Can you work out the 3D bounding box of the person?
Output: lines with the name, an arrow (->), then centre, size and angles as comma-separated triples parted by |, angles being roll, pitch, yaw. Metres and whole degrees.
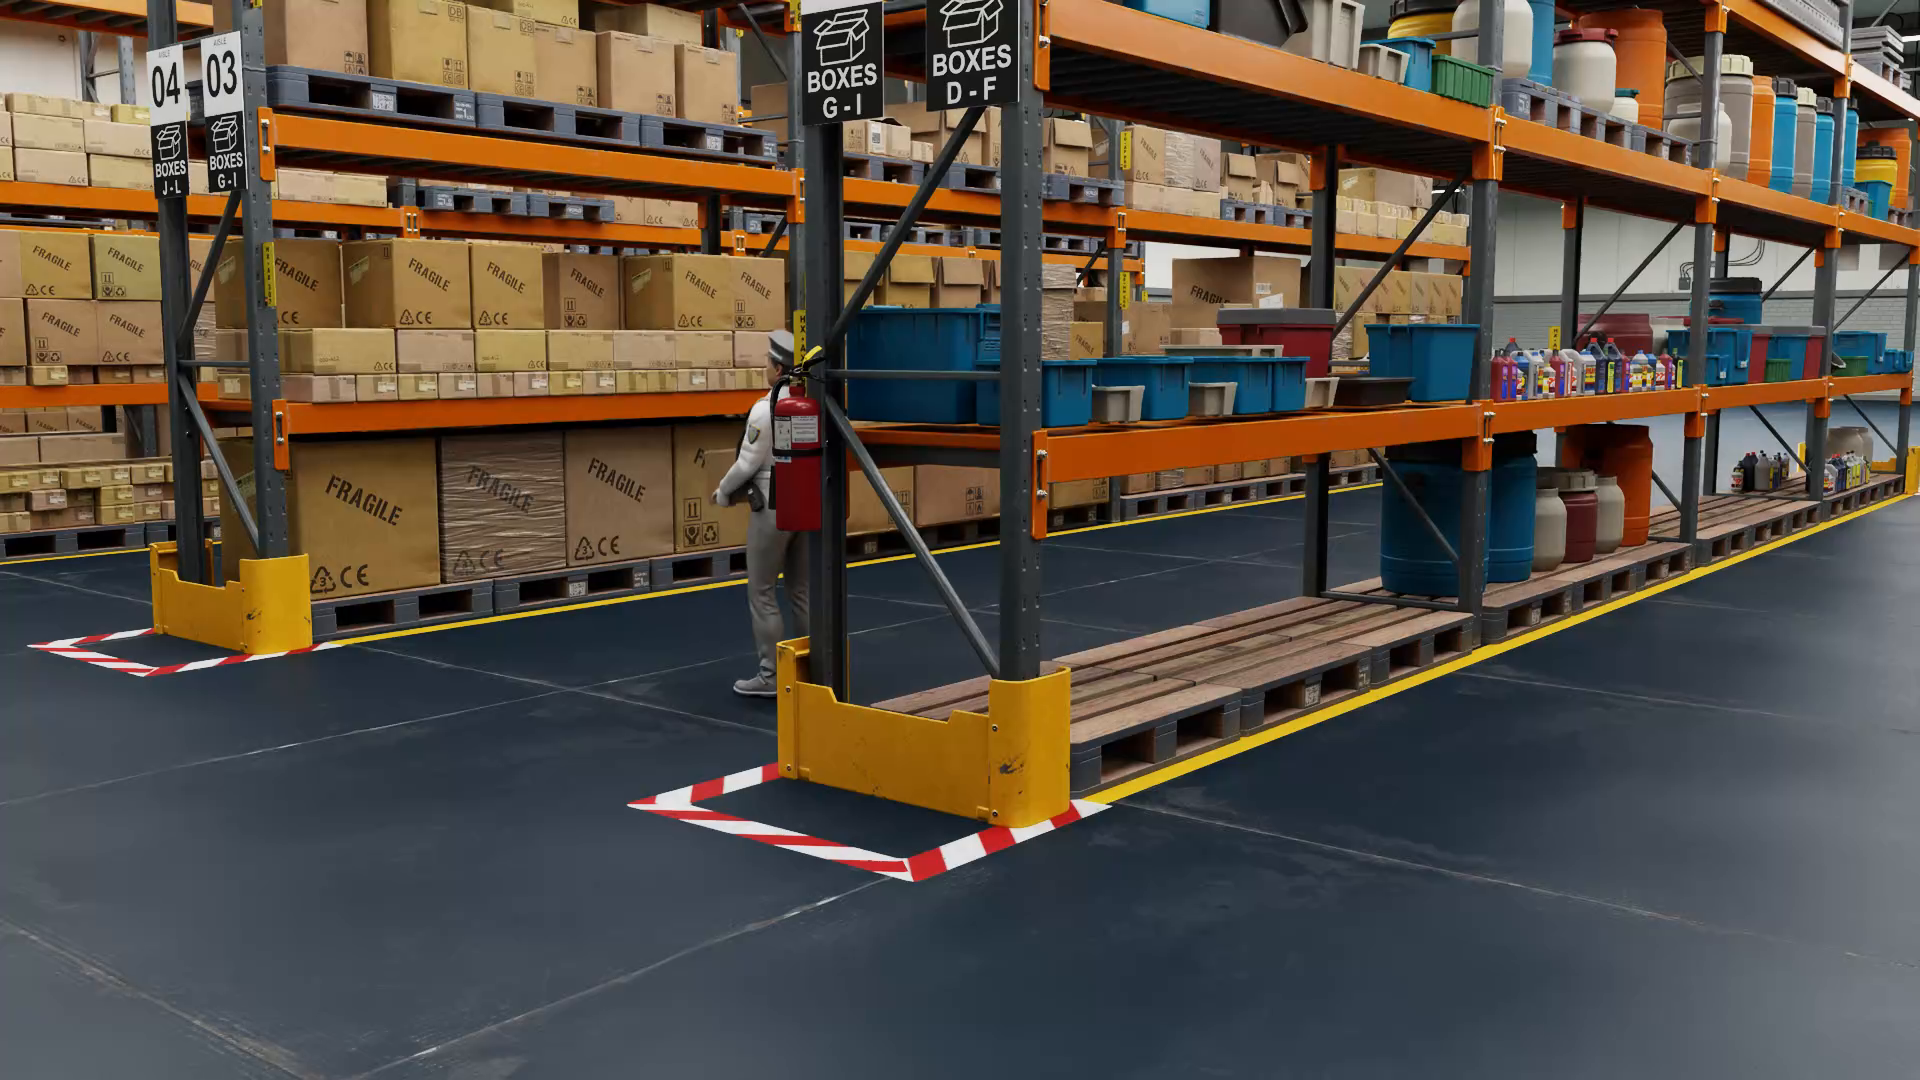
person -> -0.858, -0.124, 7.662 | 0.554, 1.688, 0.463 | 5, 9, 38
